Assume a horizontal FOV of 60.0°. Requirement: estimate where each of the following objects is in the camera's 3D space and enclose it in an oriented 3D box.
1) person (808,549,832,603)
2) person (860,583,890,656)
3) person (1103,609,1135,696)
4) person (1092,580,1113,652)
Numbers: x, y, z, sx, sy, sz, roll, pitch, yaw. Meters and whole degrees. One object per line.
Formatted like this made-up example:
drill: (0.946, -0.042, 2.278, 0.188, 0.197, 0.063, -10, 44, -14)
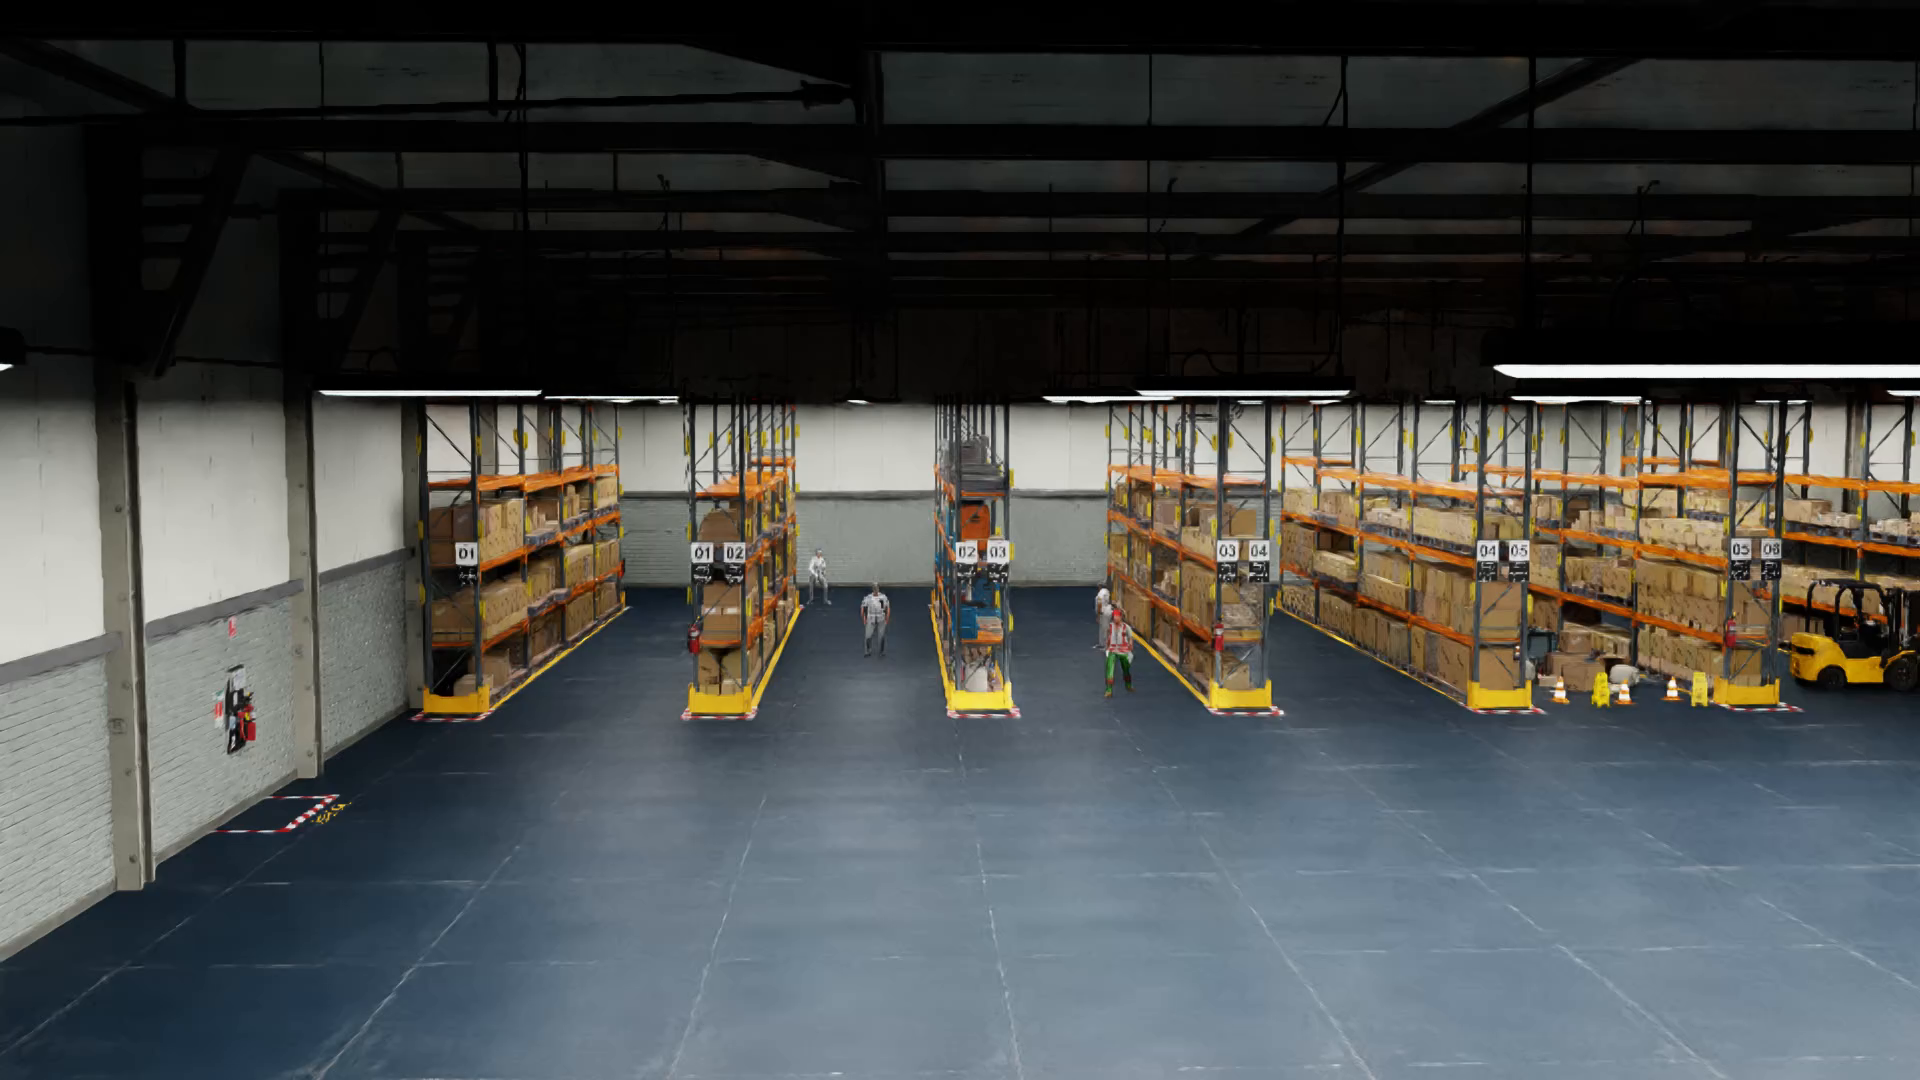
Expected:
person: (-4.131, 1.039, 48.370, 0.632, 1.620, 0.742, -2, 5, -23)
person: (-1.939, 1.819, 38.124, 0.683, 1.714, 0.532, 0, 5, -4)
person: (3.160, 2.219, 33.052, 0.596, 1.734, 0.981, 1, 5, 18)
person: (3.335, 1.757, 39.036, 0.567, 1.657, 0.611, 2, 5, 22)
